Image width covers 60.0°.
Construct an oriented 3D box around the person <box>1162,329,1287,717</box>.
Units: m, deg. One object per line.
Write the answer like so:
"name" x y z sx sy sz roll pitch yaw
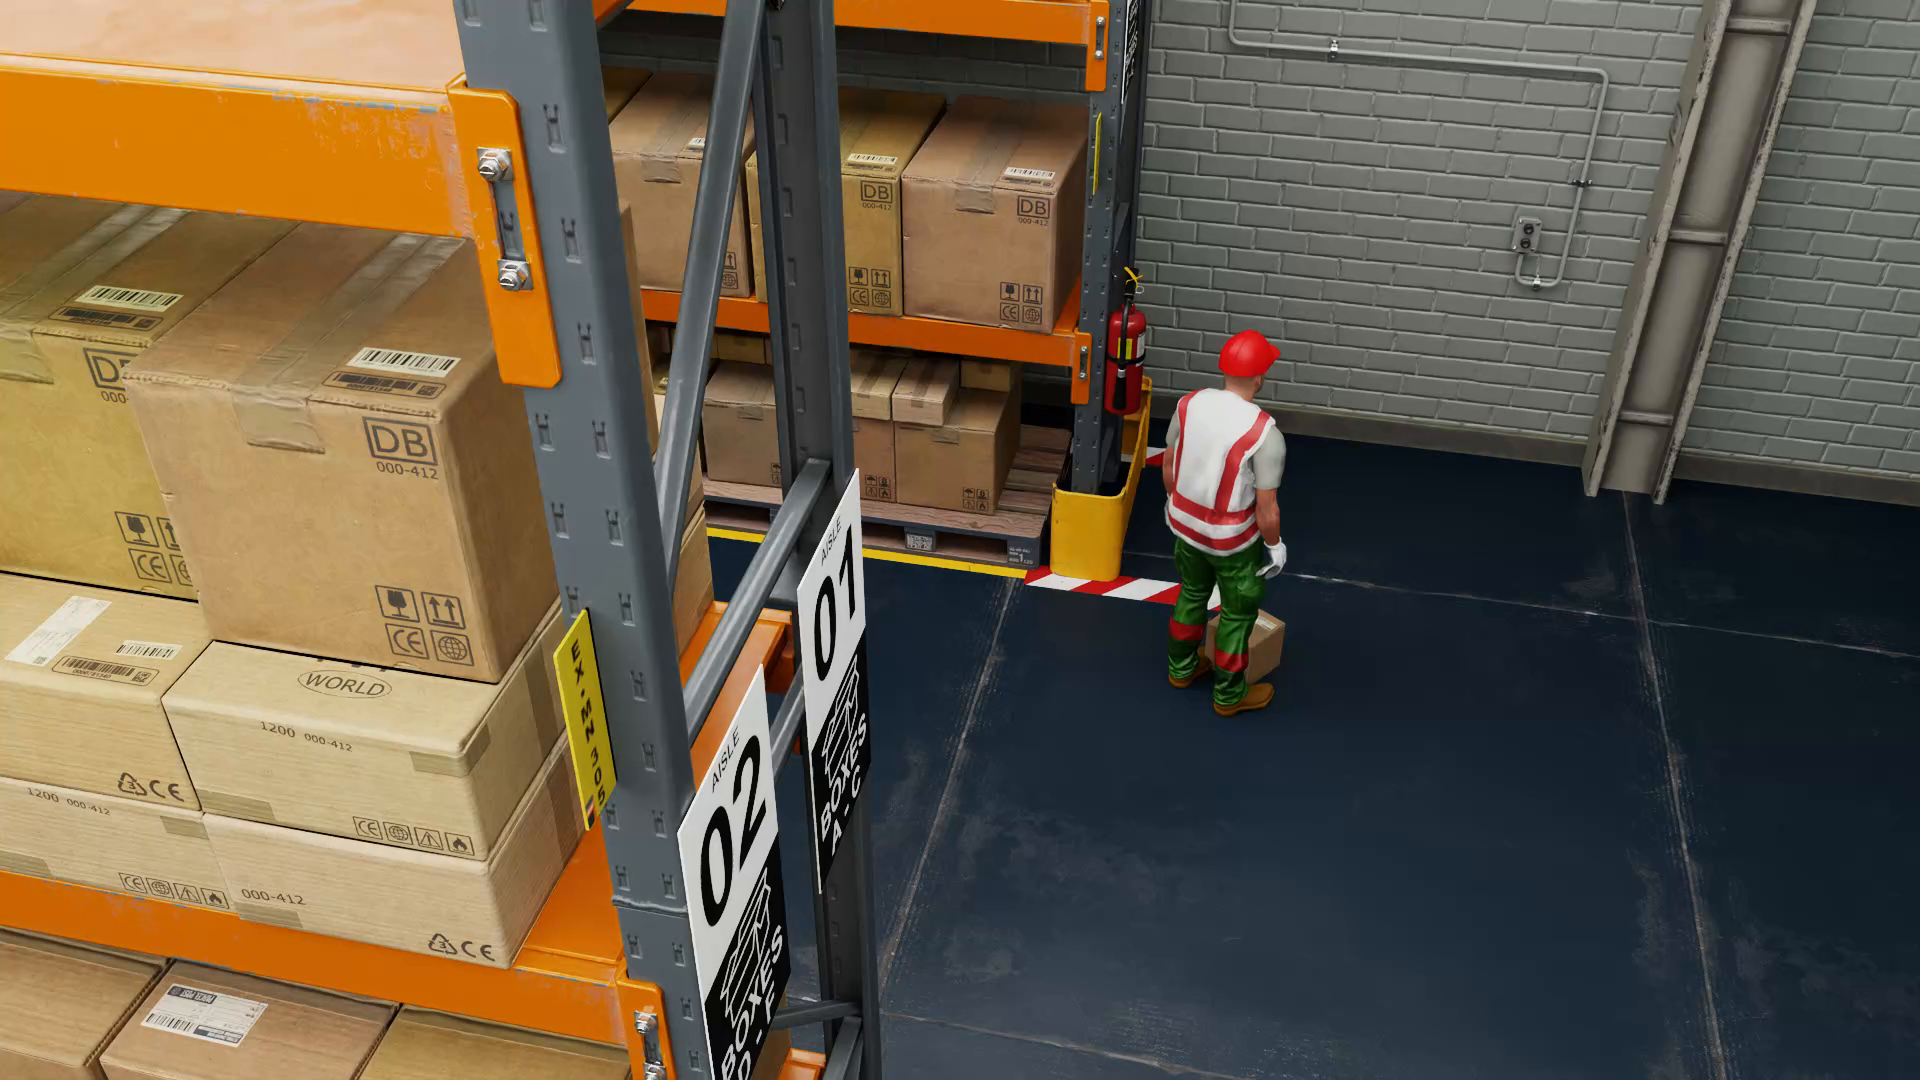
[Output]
"person" 1.114 -0.063 7.039 0.451 1.779 0.618 -29 45 -34
